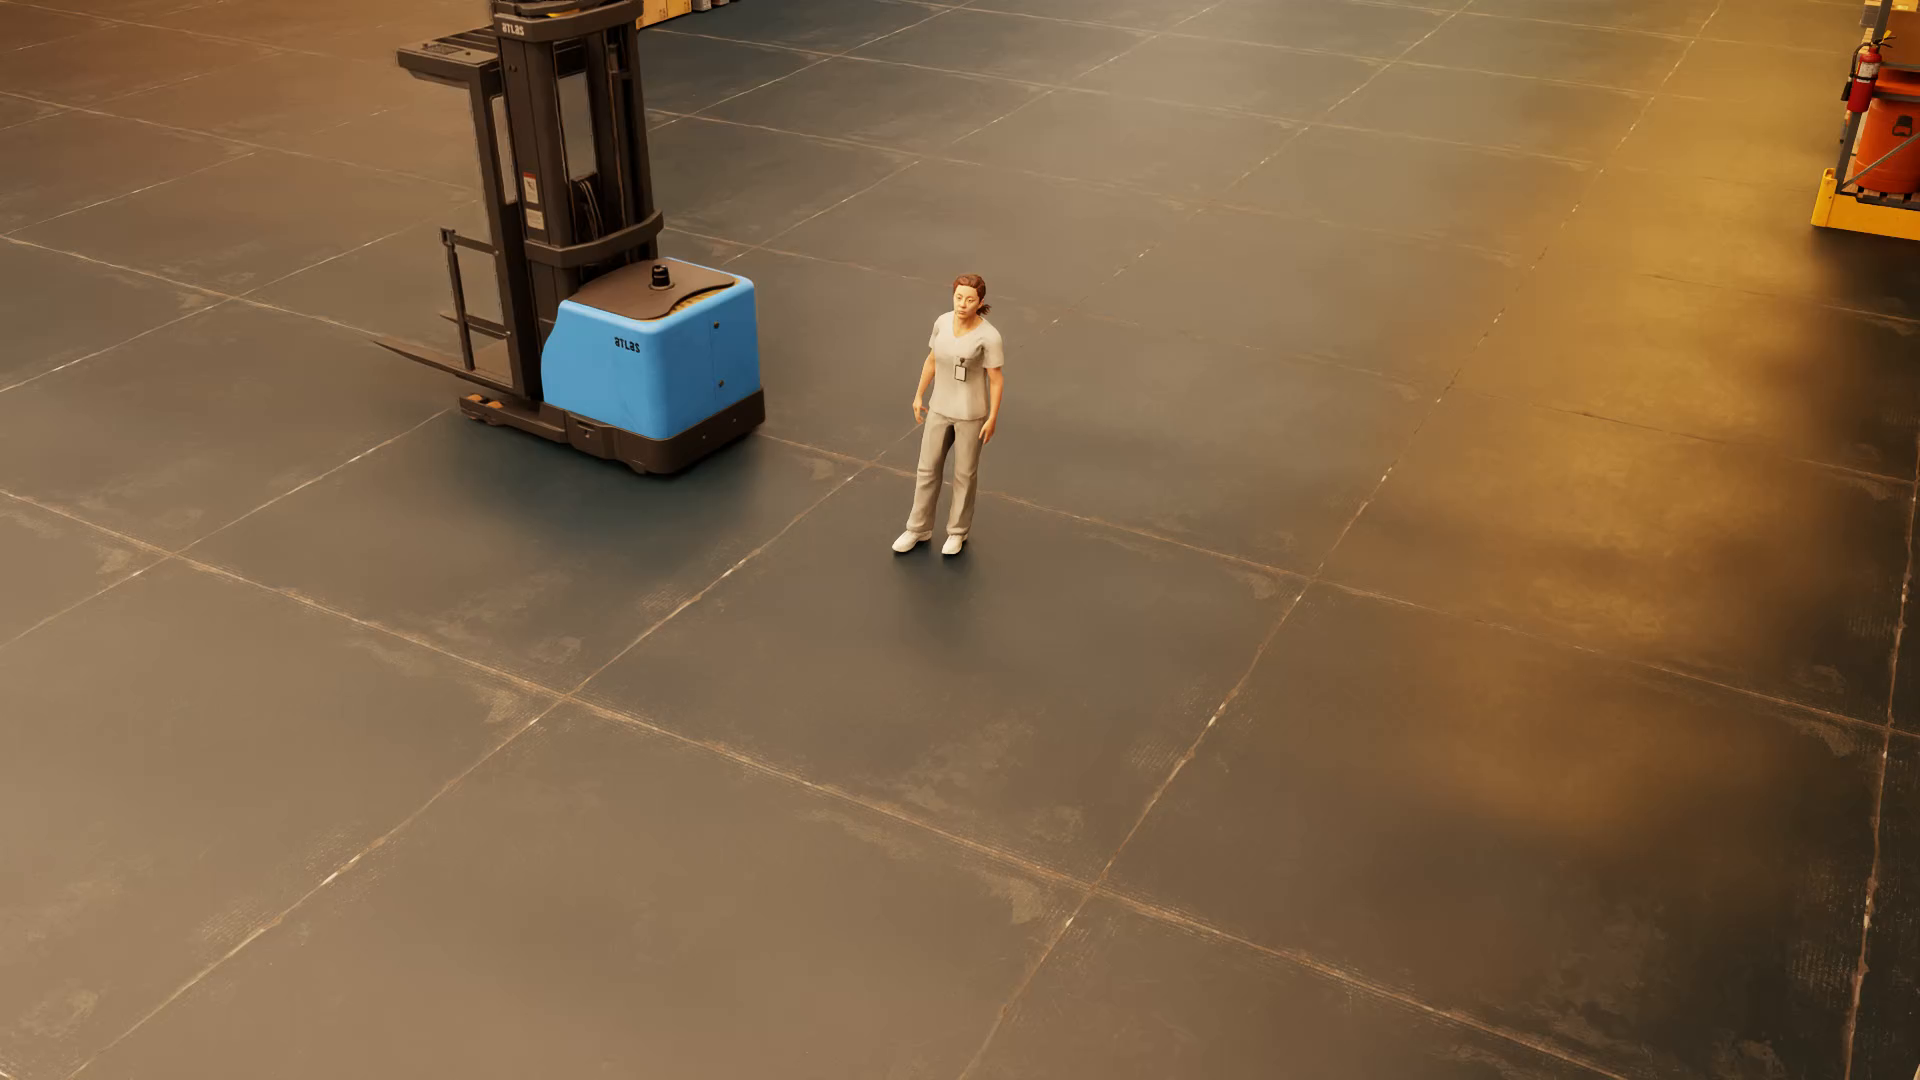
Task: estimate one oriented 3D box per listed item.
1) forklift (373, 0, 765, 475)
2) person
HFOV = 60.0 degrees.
[{"bbox_3d":[-2.828,-2.247,10.964,3.031,2.935,1.130,19,35,29],"label":"forklift"},{"bbox_3d":[-0.048,-0.703,9.531,0.549,1.675,0.549,15,33,25],"label":"person"}]
